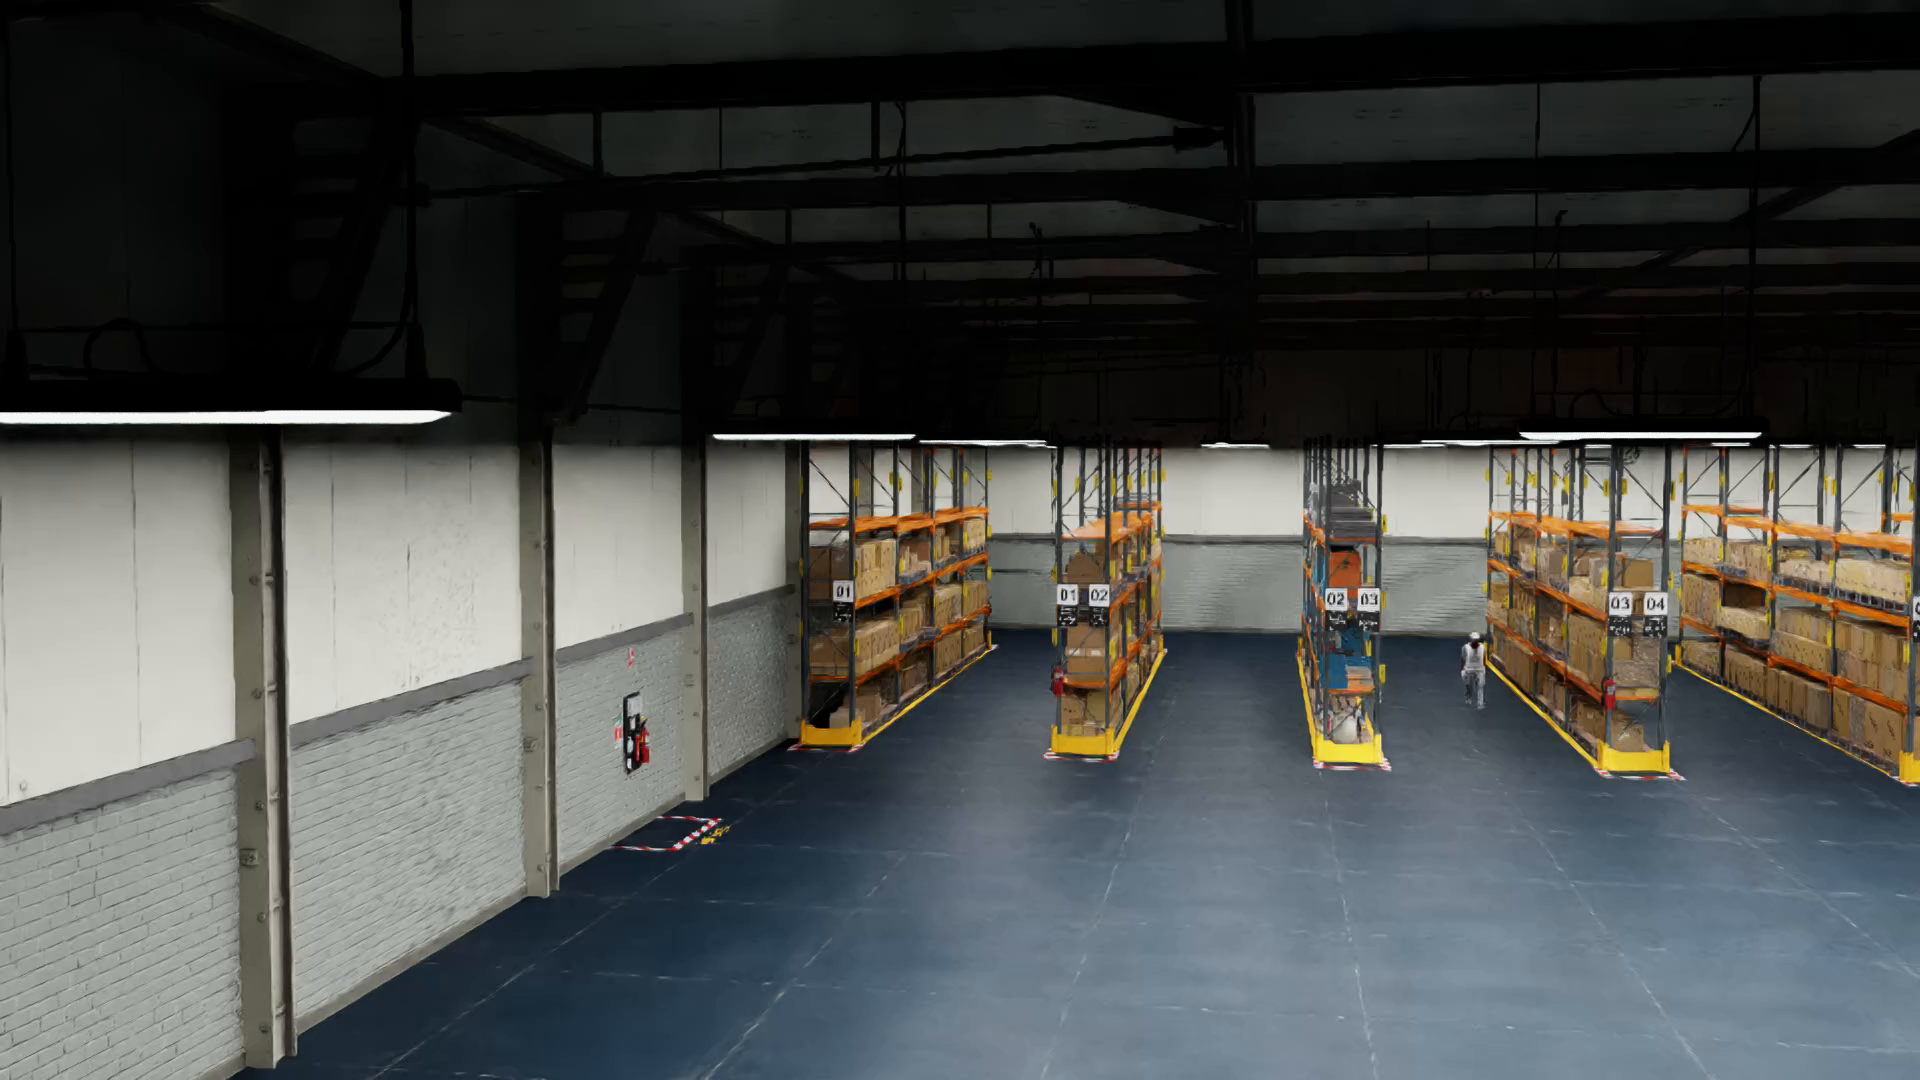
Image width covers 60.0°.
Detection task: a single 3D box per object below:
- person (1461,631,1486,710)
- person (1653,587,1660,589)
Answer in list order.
[{"bbox_3d":[11.368,2.845,36.791,0.566,1.660,1.122,1,3,12],"label":"person"},{"bbox_3d":[19.979,2.235,48.135,0.739,1.781,0.521,-2,4,-30],"label":"person"}]
